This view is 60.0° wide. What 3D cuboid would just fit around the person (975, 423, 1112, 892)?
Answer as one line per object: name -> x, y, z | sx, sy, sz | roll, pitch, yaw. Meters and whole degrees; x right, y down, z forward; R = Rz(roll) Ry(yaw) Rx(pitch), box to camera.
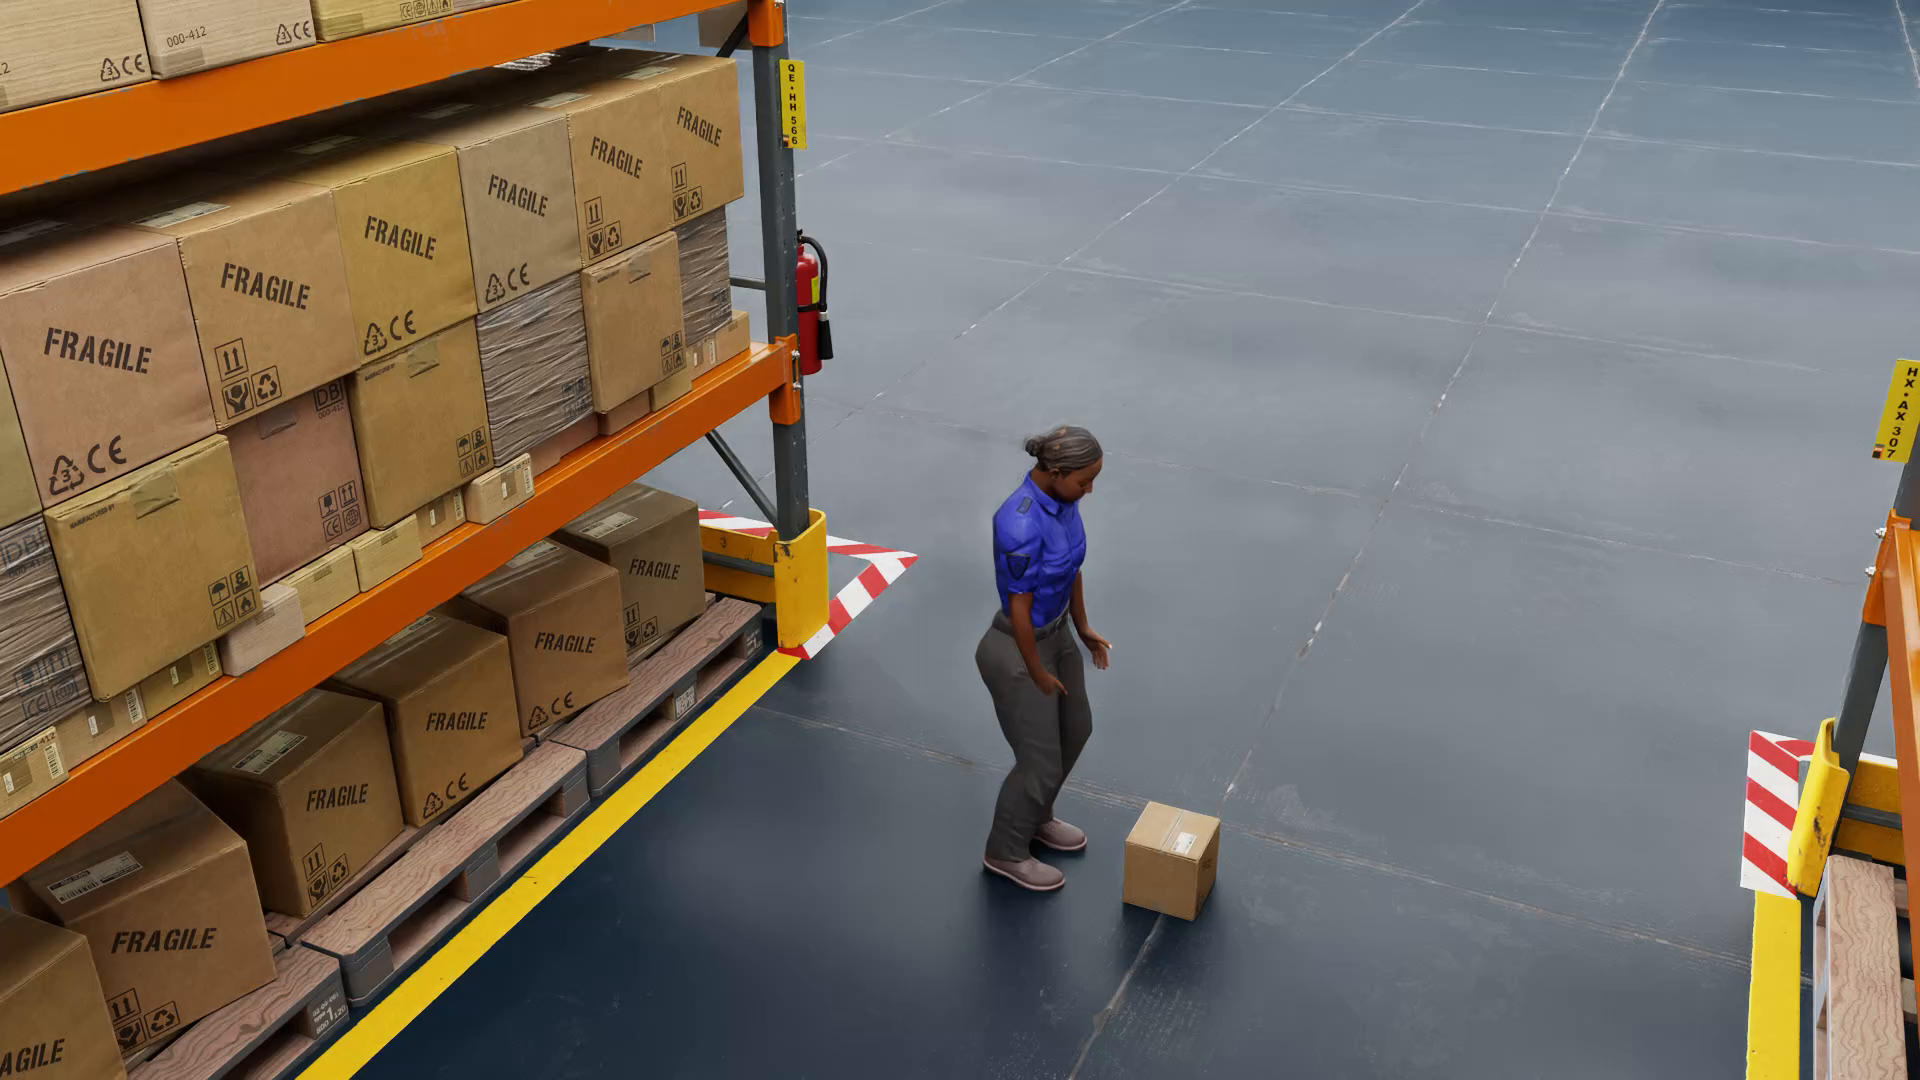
person -> 0.271, 0.364, 5.443 | 0.367, 1.618, 0.453 | 12, 29, 23
